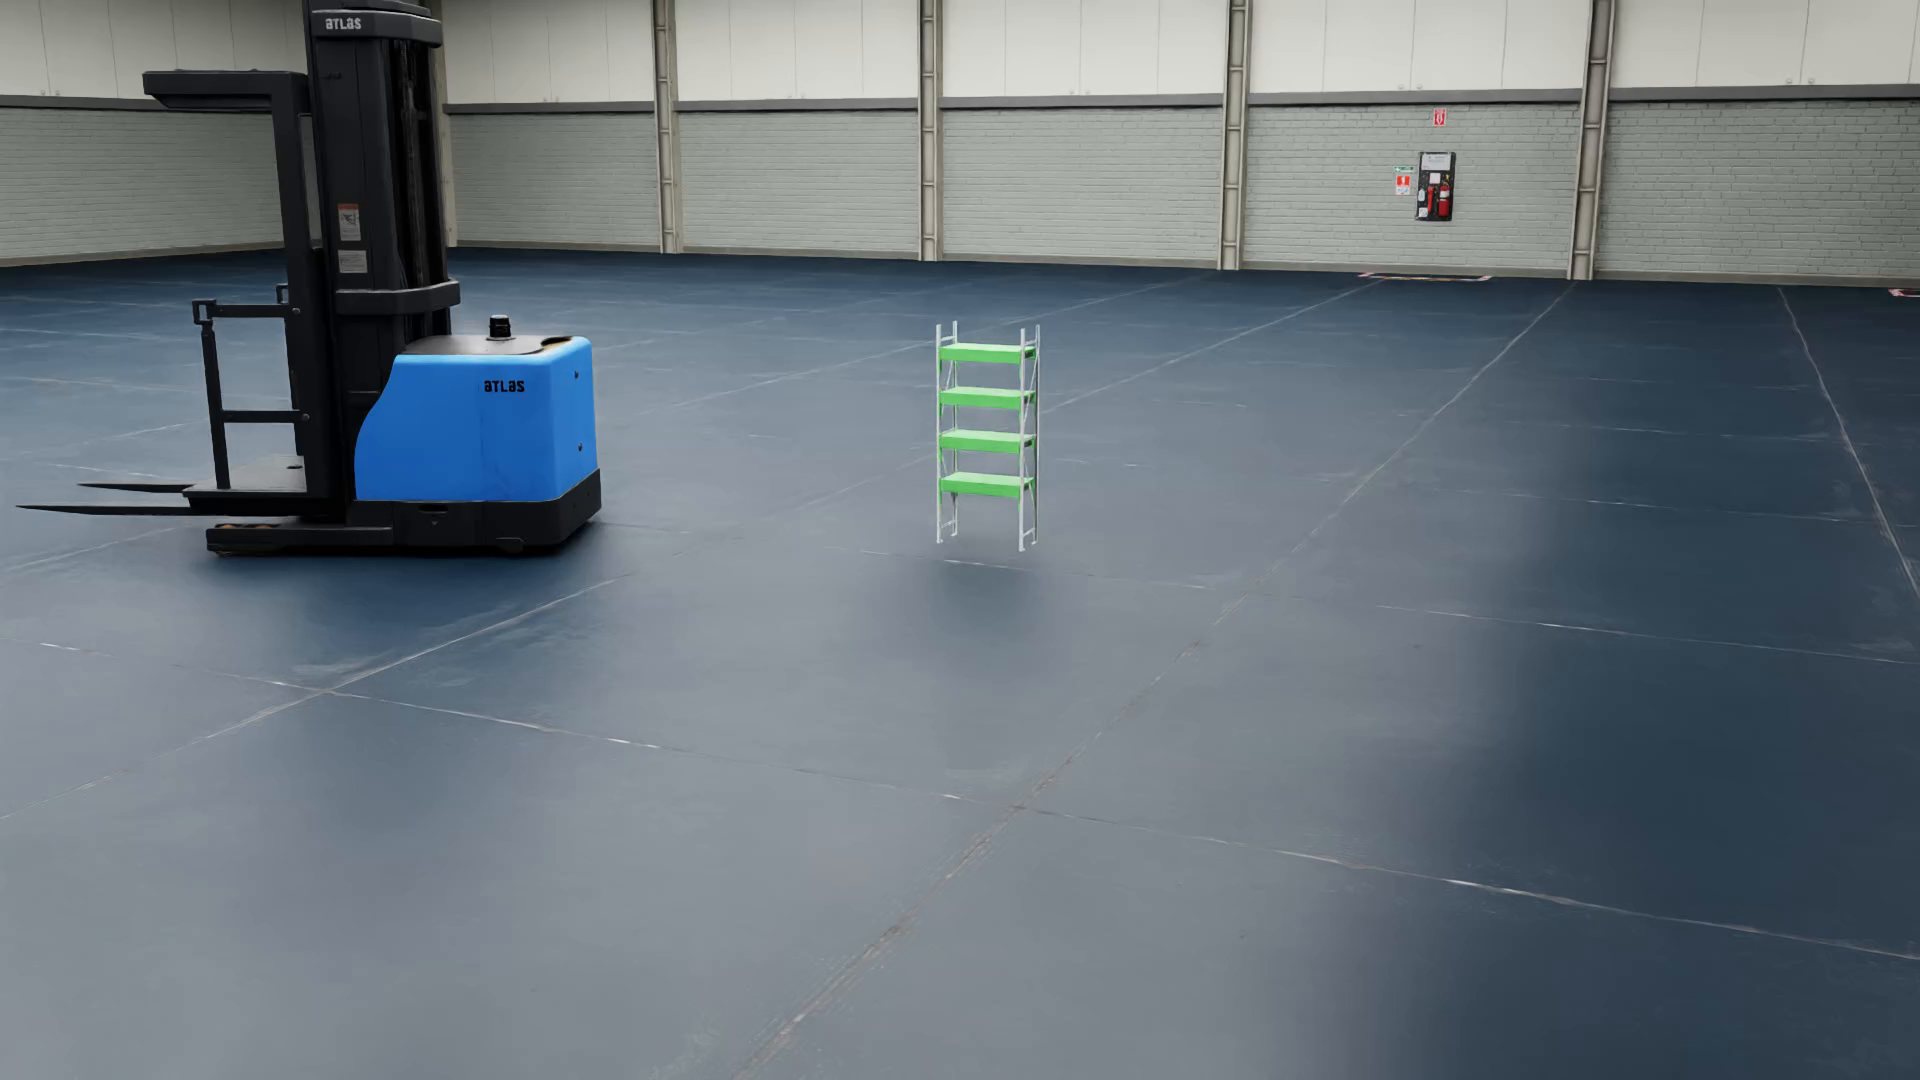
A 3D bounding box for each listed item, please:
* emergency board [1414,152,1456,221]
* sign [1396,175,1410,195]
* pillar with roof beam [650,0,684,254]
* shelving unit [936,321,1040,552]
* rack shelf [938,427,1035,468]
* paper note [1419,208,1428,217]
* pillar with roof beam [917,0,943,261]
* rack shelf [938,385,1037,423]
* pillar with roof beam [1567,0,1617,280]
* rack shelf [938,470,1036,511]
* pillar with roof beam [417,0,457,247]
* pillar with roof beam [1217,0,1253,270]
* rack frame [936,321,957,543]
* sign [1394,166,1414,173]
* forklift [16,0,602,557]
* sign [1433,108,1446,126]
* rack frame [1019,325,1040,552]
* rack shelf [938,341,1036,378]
[{"bbox_3d":[8.158,-6.073,28.569,0.643,1.169,0.194,6,14,23],"label":"emergency board"},{"bbox_3d":[7.694,-6.163,28.875,0.234,0.329,0.001,6,14,23],"label":"sign"},{"bbox_3d":[-7.799,-9.523,30.141,0.400,9.000,9.100,6,14,23],"label":"pillar with roof beam"},{"bbox_3d":[0.151,-0.569,9.052,0.503,1.200,0.258,6,14,23],"label":"shelving unit"},{"bbox_3d":[0.151,-0.507,9.067,0.480,0.148,0.258,6,14,23],"label":"rack shelf"},{"bbox_3d":[8.024,-5.675,28.801,0.142,0.148,0.016,6,14,23],"label":"paper note"},{"bbox_3d":[-2.313,-8.968,27.775,0.400,9.000,9.100,6,14,23],"label":"pillar with roof beam"},{"bbox_3d":[0.151,-0.740,9.012,0.480,0.148,0.258,6,14,23],"label":"rack shelf"},{"bbox_3d":[8.658,-7.858,23.044,0.400,9.000,9.100,6,14,23],"label":"pillar with roof beam"},{"bbox_3d":[0.151,-0.273,9.122,0.480,0.148,0.258,6,14,23],"label":"rack shelf"},{"bbox_3d":[-13.285,-10.078,32.507,0.400,9.000,9.100,6,14,23],"label":"pillar with roof beam"},{"bbox_3d":[3.172,-8.413,25.410,0.400,9.000,9.100,6,14,23],"label":"pillar with roof beam"},{"bbox_3d":[-0.072,-0.591,9.149,0.015,1.200,0.240,6,14,23],"label":"rack frame"},{"bbox_3d":[7.695,-6.419,28.805,0.331,0.109,0.001,6,14,23],"label":"sign"},{"bbox_3d":[-3.628,-1.459,9.055,3.031,2.935,1.130,0,13,2],"label":"forklift"},{"bbox_3d":[8.191,-7.223,28.396,0.199,0.298,0.001,6,14,23],"label":"sign"},{"bbox_3d":[0.374,-0.546,8.956,0.015,1.200,0.240,6,14,23],"label":"rack frame"},{"bbox_3d":[0.151,-0.974,8.957,0.480,0.148,0.258,6,14,23],"label":"rack shelf"}]
